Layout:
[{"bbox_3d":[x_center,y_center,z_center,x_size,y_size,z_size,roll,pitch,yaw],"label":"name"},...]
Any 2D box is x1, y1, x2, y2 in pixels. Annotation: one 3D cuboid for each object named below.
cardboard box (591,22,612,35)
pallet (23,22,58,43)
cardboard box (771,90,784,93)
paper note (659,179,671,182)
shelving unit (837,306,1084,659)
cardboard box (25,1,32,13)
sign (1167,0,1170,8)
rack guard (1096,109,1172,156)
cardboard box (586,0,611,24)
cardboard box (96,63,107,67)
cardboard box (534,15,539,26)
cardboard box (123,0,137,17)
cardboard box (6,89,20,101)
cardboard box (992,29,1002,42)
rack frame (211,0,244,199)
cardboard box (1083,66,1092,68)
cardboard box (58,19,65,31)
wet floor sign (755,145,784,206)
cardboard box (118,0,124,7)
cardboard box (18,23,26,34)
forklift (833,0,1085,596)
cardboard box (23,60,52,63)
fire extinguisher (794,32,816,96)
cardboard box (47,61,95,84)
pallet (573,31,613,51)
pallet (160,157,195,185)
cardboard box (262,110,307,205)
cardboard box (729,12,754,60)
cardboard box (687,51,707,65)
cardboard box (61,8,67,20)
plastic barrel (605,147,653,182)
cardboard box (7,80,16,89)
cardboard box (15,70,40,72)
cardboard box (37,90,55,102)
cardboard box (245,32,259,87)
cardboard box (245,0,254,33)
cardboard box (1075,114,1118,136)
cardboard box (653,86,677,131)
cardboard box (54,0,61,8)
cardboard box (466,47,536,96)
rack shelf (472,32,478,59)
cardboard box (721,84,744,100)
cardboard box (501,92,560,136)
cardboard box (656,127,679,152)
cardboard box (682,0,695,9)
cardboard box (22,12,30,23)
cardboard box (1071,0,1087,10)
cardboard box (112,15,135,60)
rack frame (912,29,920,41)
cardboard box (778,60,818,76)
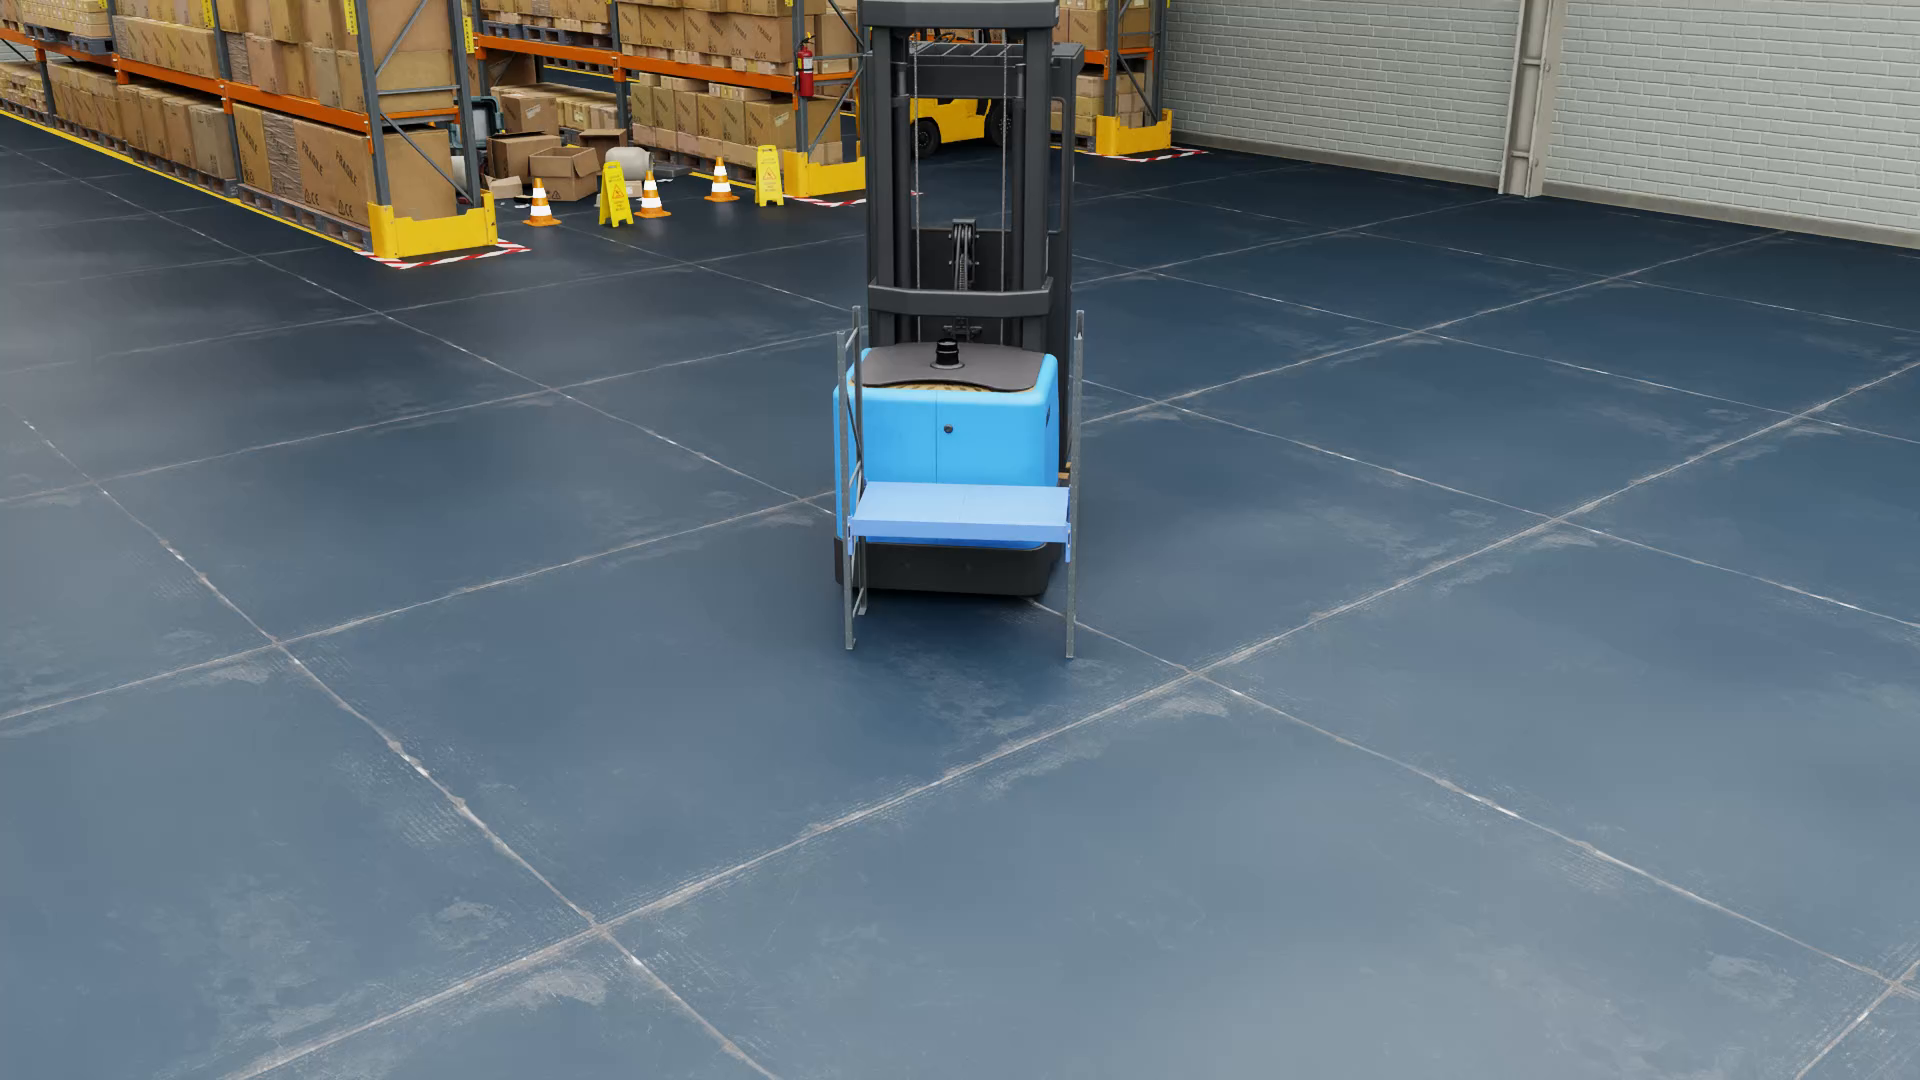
[{"bbox_3d":[-4.599,-6.716,21.787,0.380,0.149,0.250,-17,27,-37],"label":"cardboard box"},{"bbox_3d":[-12.572,-7.230,23.593,1.003,0.211,1.213,-17,27,-37],"label":"pallet"},{"bbox_3d":[-2.442,-5.299,20.567,0.500,0.500,0.500,-17,27,-36],"label":"cardboard box"},{"bbox_3d":[-3.550,-4.331,20.000,0.148,0.019,0.142,12,24,27],"label":"paper note"},{"bbox_3d":[0.015,-0.264,7.596,1.048,1.500,0.538,2,22,5],"label":"shelving unit"},{"bbox_3d":[-12.881,-7.493,23.362,0.380,0.149,0.250,-18,28,-38],"label":"cardboard box"},{"bbox_3d":[2.739,-7.209,21.981,0.100,0.325,0.005,-17,27,-37],"label":"sign"},{"bbox_3d":[2.330,-5.468,22.259,1.175,0.500,0.348,-17,27,-37],"label":"rack guard"},{"bbox_3d":[-4.530,-7.015,21.660,0.500,0.500,0.500,-18,28,-38],"label":"cardboard box"},{"bbox_3d":[-11.957,-6.655,23.686,0.500,0.250,0.500,-16,26,-35],"label":"cardboard box"},{"bbox_3d":[-5.697,-7.240,23.125,0.380,0.149,0.250,-16,27,-35],"label":"cardboard box"},{"bbox_3d":[-10.064,-6.846,20.841,0.700,0.500,0.500,-18,27,-38],"label":"cardboard box"},{"bbox_3d":[-14.652,-6.963,25.983,0.380,0.149,0.250,-19,28,-40],"label":"cardboard box"},{"bbox_3d":[0.792,-7.182,23.071,0.500,0.500,0.500,-17,27,-37],"label":"cardboard box"},{"bbox_3d":[-7.738,-5.355,18.543,1.000,3.000,0.127,-17,27,-37],"label":"rack frame"},{"bbox_3d":[1.497,-6.475,23.227,0.500,0.250,0.500,-18,27,-38],"label":"cardboard box"},{"bbox_3d":[-11.853,-6.921,22.310,0.380,0.149,0.250,-16,27,-36],"label":"cardboard box"},{"bbox_3d":[-2.130,-4.052,18.446,0.267,0.644,0.232,-8,23,-19],"label":"wet floor sign"},{"bbox_3d":[-11.011,-7.205,22.219,0.380,0.149,0.250,-19,28,-40],"label":"cardboard box"},{"bbox_3d":[-13.575,-7.516,24.406,0.380,0.149,0.250,-18,28,-39],"label":"cardboard box"},{"bbox_3d":[0.081,-1.593,9.032,1.130,2.935,3.031,3,22,7],"label":"forklift"},{"bbox_3d":[-15.034,-7.729,27.123,0.380,0.149,0.250,-17,27,-37],"label":"cardboard box"},{"bbox_3d":[-1.718,-5.279,18.454,0.296,0.674,0.183,-17,27,-37],"label":"fire extinguisher"},{"bbox_3d":[-12.678,-6.679,23.746,0.500,0.250,0.500,-19,28,-40],"label":"cardboard box"},{"bbox_3d":[-4.443,-6.718,22.285,1.003,0.211,1.213,-17,27,-37],"label":"pallet"},{"bbox_3d":[-9.099,-4.589,20.411,1.003,0.211,1.213,-17,27,-37],"label":"pallet"},{"bbox_3d":[-6.789,-4.122,17.734,0.875,0.875,0.875,-17,27,-37],"label":"cardboard box"},{"bbox_3d":[-2.329,-5.865,19.300,0.500,0.500,0.500,-17,27,-37],"label":"cardboard box"},{"bbox_3d":[-3.078,-5.862,20.182,0.380,0.149,0.250,-18,27,-38],"label":"cardboard box"},{"bbox_3d":[-11.690,-6.989,22.076,0.380,0.149,0.250,-18,27,-38],"label":"cardboard box"},{"bbox_3d":[-3.938,-4.467,19.808,0.512,0.421,0.421,0,21,-1],"label":"plastic barrel"},{"bbox_3d":[-14.730,-7.188,26.148,0.380,0.149,0.250,-19,28,-40],"label":"cardboard box"},{"bbox_3d":[-14.376,-7.184,25.731,0.380,0.149,0.250,-17,27,-37],"label":"cardboard box"},{"bbox_3d":[-13.407,-6.583,24.604,0.380,0.149,0.250,-17,27,-36],"label":"cardboard box"},{"bbox_3d":[-7.112,-5.179,17.888,0.875,0.550,0.550,-17,27,-37],"label":"cardboard box"},{"bbox_3d":[-7.076,-5.693,17.720,0.875,0.550,0.550,-17,27,-37],"label":"cardboard box"},{"bbox_3d":[1.769,-5.608,22.385,0.500,0.250,0.500,-17,27,-37],"label":"cardboard box"},{"bbox_3d":[-3.515,-5.453,20.960,0.500,0.500,0.500,-16,27,-35],"label":"cardboard box"},{"bbox_3d":[-11.859,-7.200,22.205,0.380,0.149,0.250,-16,26,-35],"label":"cardboard box"},{"bbox_3d":[-7.053,-7.083,25.293,0.875,0.875,0.875,-18,28,-38],"label":"cardboard box"},{"bbox_3d":[-7.971,-7.884,25.986,1.077,0.370,4.000,-17,27,-37],"label":"rack shelf"},{"bbox_3d":[-2.616,-5.337,19.775,0.380,0.149,0.250,-17,27,-37],"label":"cardboard box"},{"bbox_3d":[-5.383,-5.318,20.837,0.500,0.500,0.500,-17,27,-37],"label":"cardboard box"},{"bbox_3d":[-3.517,-5.104,21.097,0.500,0.250,0.500,-16,26,-34],"label":"cardboard box"},{"bbox_3d":[-2.898,-6.625,19.869,0.700,0.500,0.500,-18,27,-38],"label":"cardboard box"},{"bbox_3d":[-13.052,-7.425,23.598,0.380,0.149,0.250,-19,28,-40],"label":"cardboard box"},{"bbox_3d":[1.687,-7.080,21.920,0.380,0.149,0.250,-17,27,-37],"label":"cardboard box"},{"bbox_3d":[-10.261,-6.318,20.865,0.500,0.500,0.500,-17,27,-37],"label":"cardboard box"},{"bbox_3d":[-0.296,-7.744,24.642,1.000,3.000,0.127,-17,27,-37],"label":"rack frame"},{"bbox_3d":[-1.849,-5.391,18.980,0.380,0.149,0.250,-16,27,-36],"label":"cardboard box"}]
